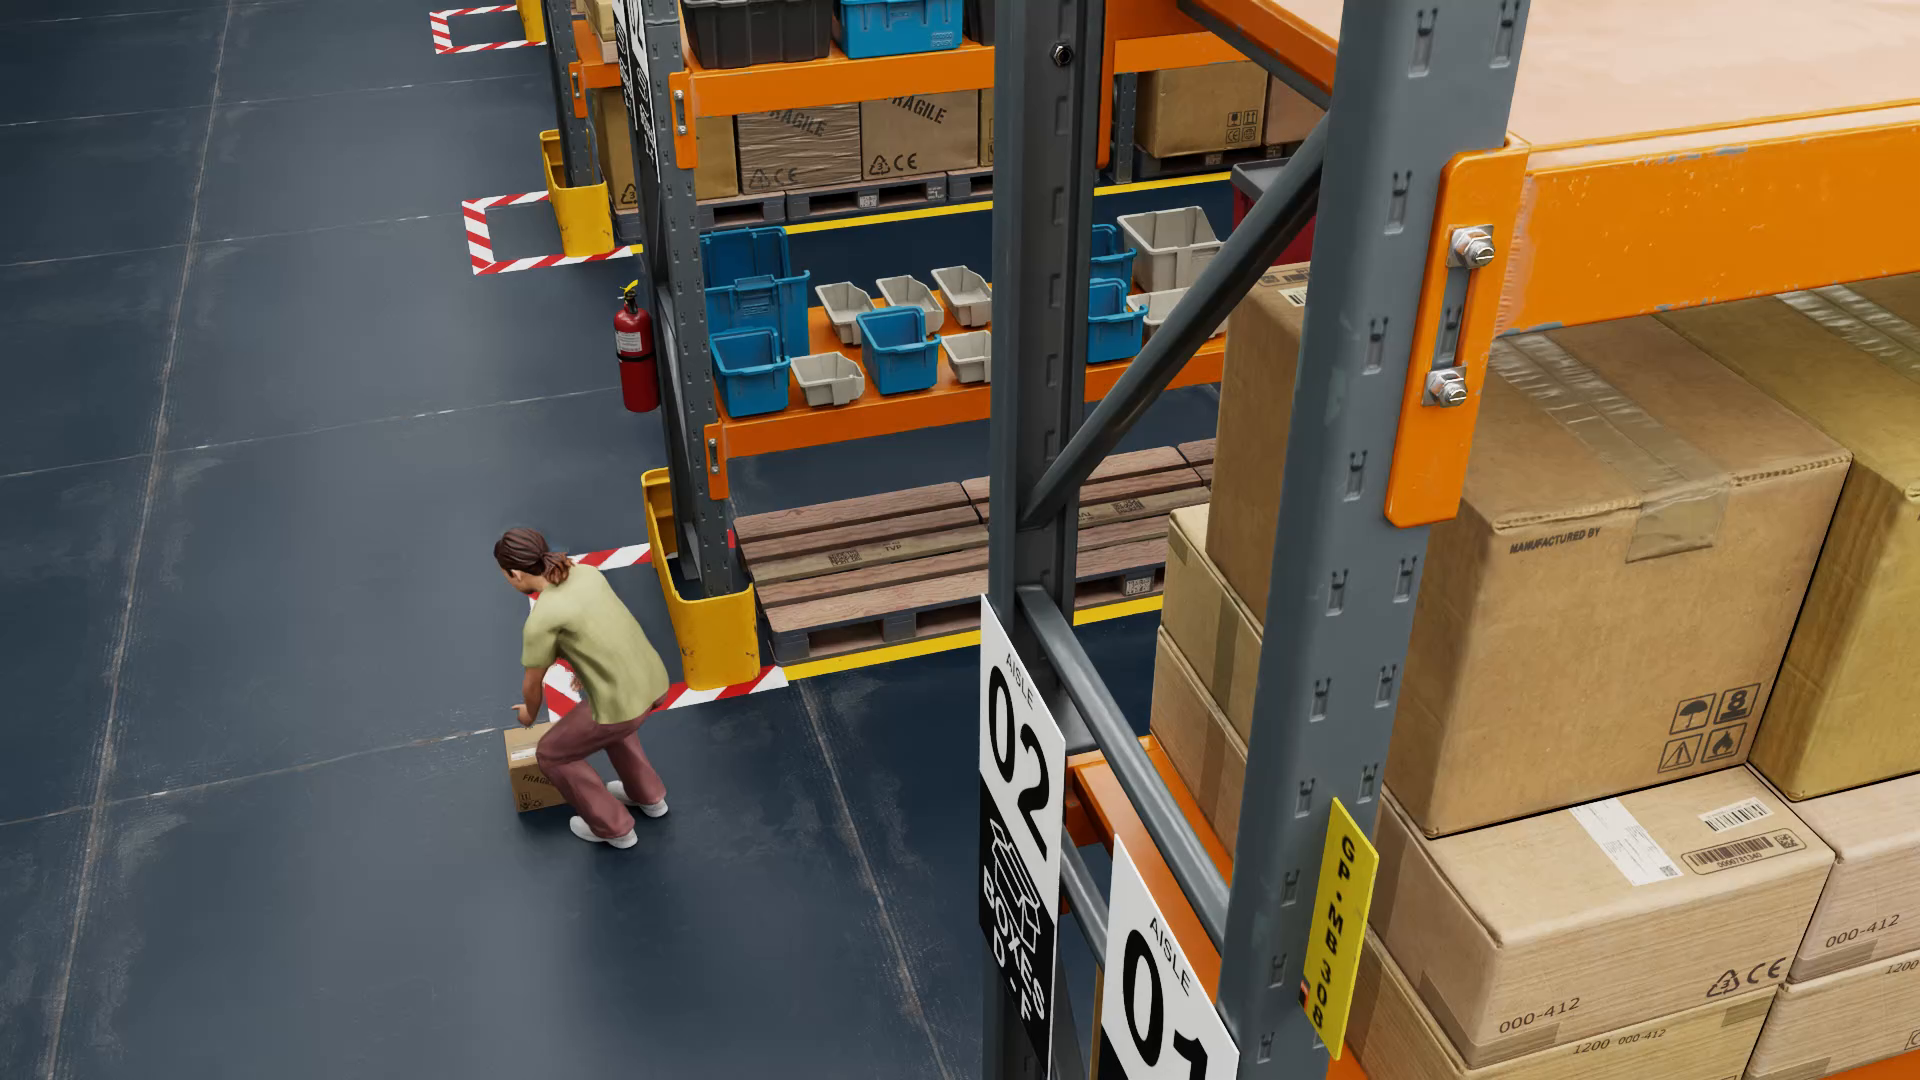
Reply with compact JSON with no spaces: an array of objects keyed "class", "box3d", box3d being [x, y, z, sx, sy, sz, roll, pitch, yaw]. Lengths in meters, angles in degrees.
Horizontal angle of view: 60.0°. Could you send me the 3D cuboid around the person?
[{"class":"person","box3d":[-1.468,0.594,6.525,0.634,1.390,0.509,16,37,23]}]
